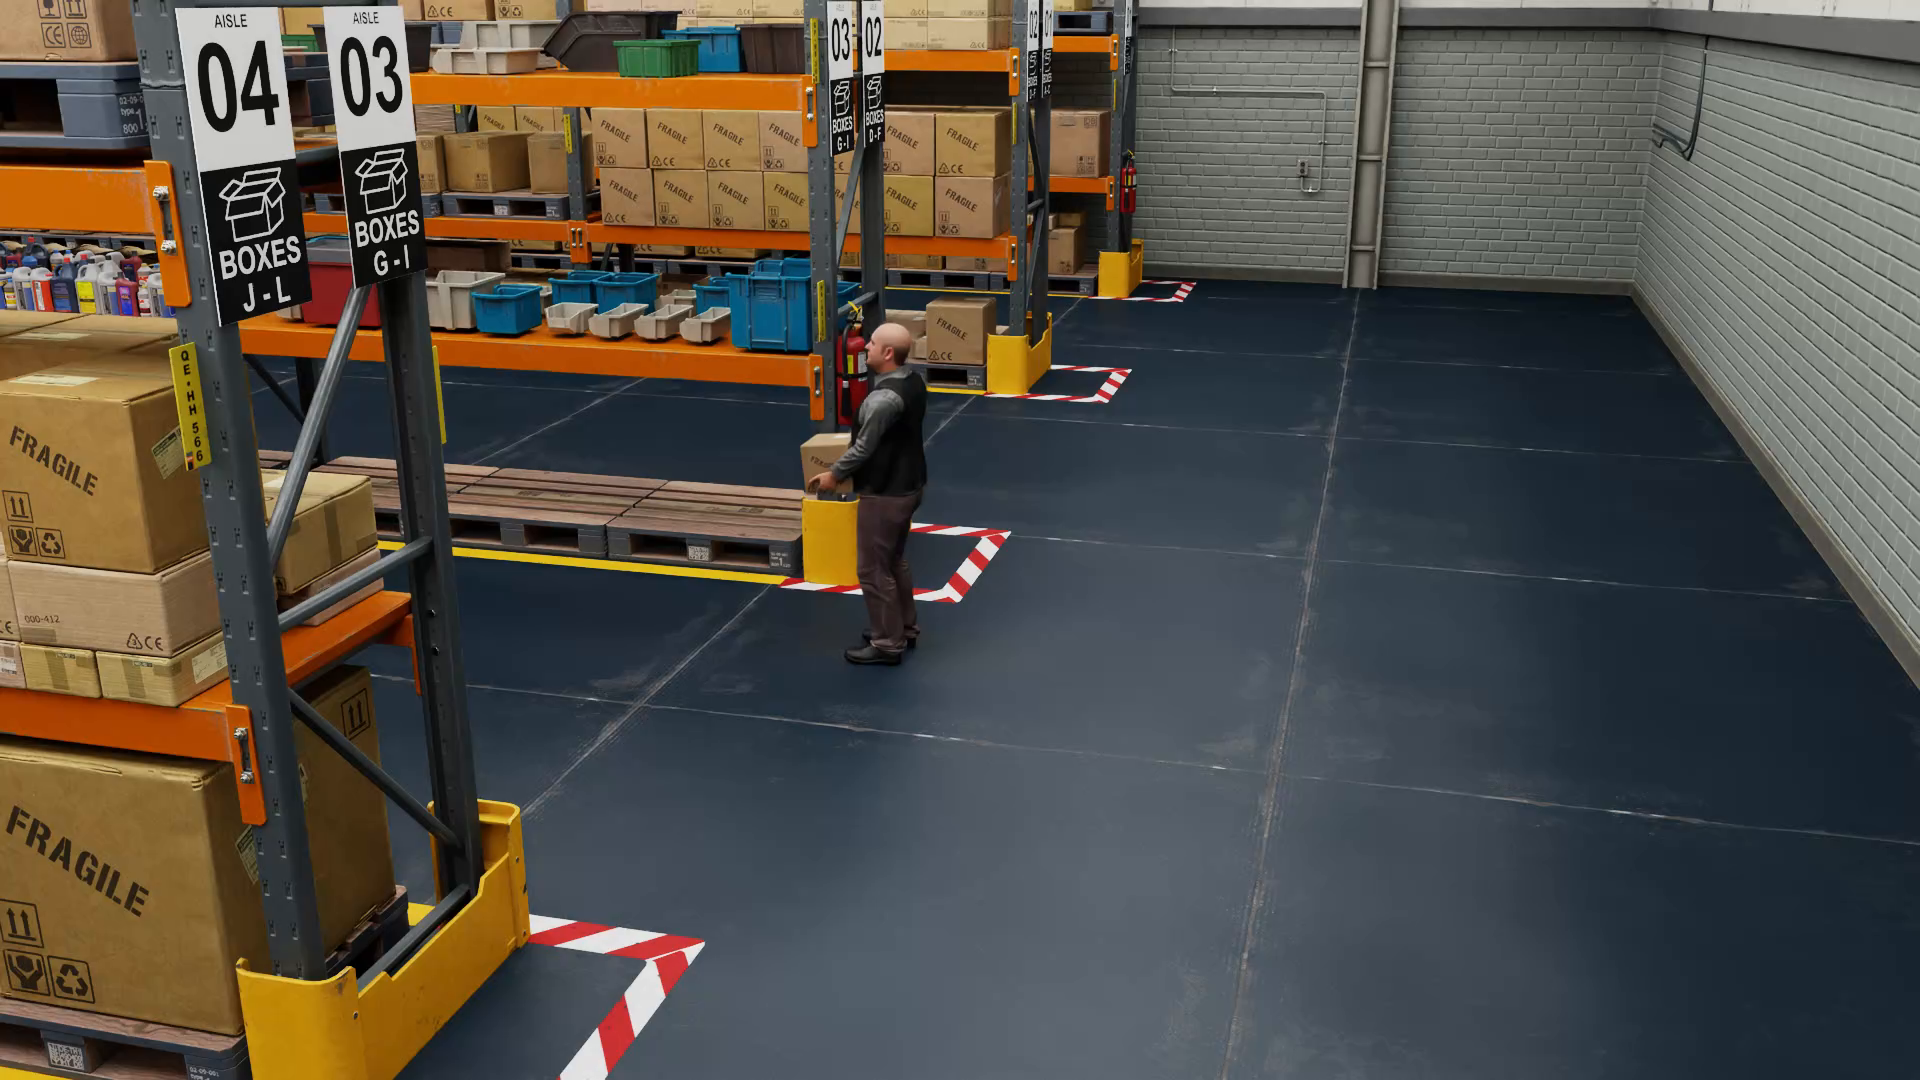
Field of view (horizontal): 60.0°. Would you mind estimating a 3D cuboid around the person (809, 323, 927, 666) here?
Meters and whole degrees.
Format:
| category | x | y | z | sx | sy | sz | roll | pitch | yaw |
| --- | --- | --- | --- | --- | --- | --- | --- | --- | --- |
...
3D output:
| category | x | y | z | sx | sy | sz | roll | pitch | yaw |
| --- | --- | --- | --- | --- | --- | --- | --- | --- | --- |
| person | -0.452 | -0.237 | 8.318 | 0.547 | 1.722 | 0.508 | 4 | 19 | 13 |
